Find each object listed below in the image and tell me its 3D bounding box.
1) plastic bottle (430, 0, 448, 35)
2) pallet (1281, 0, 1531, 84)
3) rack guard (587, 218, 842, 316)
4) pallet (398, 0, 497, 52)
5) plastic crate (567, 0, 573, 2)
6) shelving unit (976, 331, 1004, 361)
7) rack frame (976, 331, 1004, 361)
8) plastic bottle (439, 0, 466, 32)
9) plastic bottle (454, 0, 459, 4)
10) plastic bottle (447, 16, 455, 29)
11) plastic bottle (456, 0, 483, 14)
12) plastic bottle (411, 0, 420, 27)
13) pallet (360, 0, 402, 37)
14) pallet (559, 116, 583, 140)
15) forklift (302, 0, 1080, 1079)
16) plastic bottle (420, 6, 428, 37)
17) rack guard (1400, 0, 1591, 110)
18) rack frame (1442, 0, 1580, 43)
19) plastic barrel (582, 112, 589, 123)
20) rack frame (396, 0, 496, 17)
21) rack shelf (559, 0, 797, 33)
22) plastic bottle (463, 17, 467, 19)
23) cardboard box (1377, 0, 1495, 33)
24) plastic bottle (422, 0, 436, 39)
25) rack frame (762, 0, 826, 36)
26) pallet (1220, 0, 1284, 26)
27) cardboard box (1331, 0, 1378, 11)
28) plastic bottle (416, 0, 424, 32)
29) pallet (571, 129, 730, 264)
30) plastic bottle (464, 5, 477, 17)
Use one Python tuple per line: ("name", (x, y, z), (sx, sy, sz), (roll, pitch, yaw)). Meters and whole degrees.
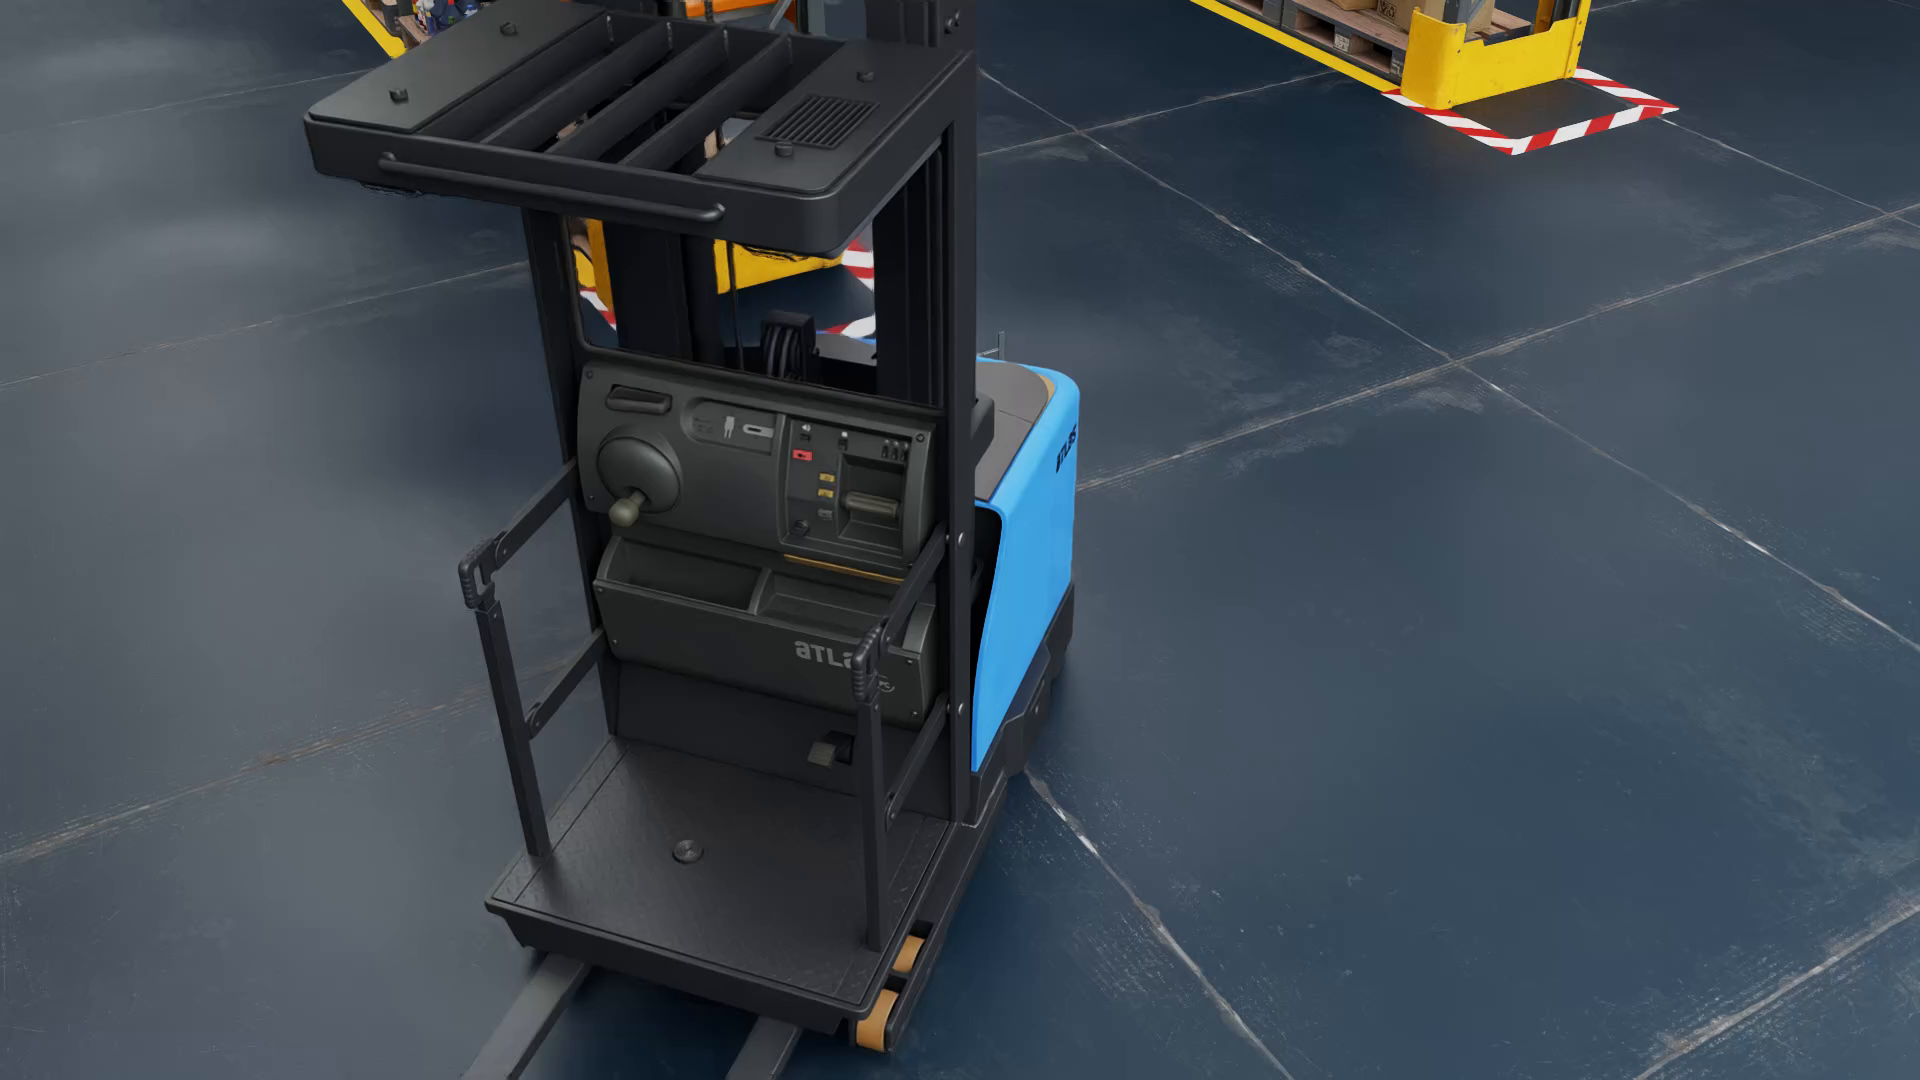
("plastic bottle", (-3.026, -3.067, 9.778), (0.144, 0.351, 0.185), (-18, 40, -23))
("pallet", (2.803, -3.258, 10.532), (1.003, 0.211, 1.213), (-19, 40, -24))
("rack guard", (-1.142, -1.469, 7.837), (1.175, 0.500, 0.348), (-19, 40, -24))
("pallet", (-2.772, -3.012, 10.195), (1.003, 0.211, 1.213), (-19, 40, -24))
("plastic crate", (-1.574, -2.560, 7.338), (0.499, 0.251, 0.616), (-19, 40, -24))
("shelving unit", (-0.004, -0.368, 5.990), (0.258, 0.900, 0.210), (-19, 40, -24))
("rack frame", (0.047, -0.316, 5.919), (0.240, 0.900, 0.006), (-19, 40, -24))
("plastic bottle", (-2.932, -2.970, 9.647), (0.144, 0.351, 0.185), (-21, 41, -26))
("plastic bottle", (-3.014, -3.157, 9.959), (0.061, 0.283, 0.133), (-19, 40, -24))
("plastic bottle", (-2.885, -2.847, 9.534), (0.061, 0.283, 0.133), (-17, 39, -22))
("plastic bottle", (-2.902, -3.109, 9.837), (0.144, 0.351, 0.185), (-19, 40, -24))
("plastic bottle", (-3.292, -3.277, 10.133), (0.097, 0.271, 0.097), (0, 36, 0))
("pallet", (-3.501, -3.756, 11.214), (1.003, 0.211, 1.213), (-19, 40, -24))
("pallet", (-2.155, -2.389, 9.343), (1.003, 0.211, 1.213), (-19, 40, -24))
("forklift", (-0.585, -0.109, 3.914), (1.130, 2.935, 3.031), (12, 38, 16))
("plastic bottle", (-3.190, -3.145, 10.012), (0.097, 0.201, 0.097), (0, 36, 0))
("rack guard", (3.181, -2.950, 9.866), (1.175, 0.500, 0.348), (-19, 40, -24))
("rack frame", (3.219, -3.921, 9.075), (1.000, 3.000, 0.127), (-19, 40, -24))
("plastic barrel", (-1.712, -2.187, 8.454), (0.421, 0.512, 0.421), (0, 36, 0))
("rack frame", (-3.073, -4.493, 9.859), (1.000, 3.000, 0.127), (-19, 40, -24))
("rack shelf", (-2.068, -3.183, 8.675), (1.077, 0.370, 4.000), (-19, 40, -24))
("plastic bottle", (-2.825, -2.874, 9.582), (0.097, 0.271, 0.097), (0, 36, 0))
("cardboard box", (2.920, -3.405, 10.132), (0.500, 0.500, 0.500), (-12, 38, -16))
("plastic bottle", (-3.106, -3.122, 9.917), (0.152, 0.276, 0.135), (-17, 40, -22))
("rack frame", (-1.064, -2.453, 7.066), (1.000, 3.000, 0.127), (-19, 40, -24))
("pallet", (2.194, -3.880, 11.383), (1.003, 0.211, 1.213), (-19, 40, -24))
("cardboard box", (2.590, -3.699, 10.535), (0.500, 0.500, 0.500), (-9, 37, -12))
("plastic bottle", (-3.241, -3.197, 10.083), (0.097, 0.201, 0.097), (0, 36, 0))
("pallet", (-1.546, -1.768, 8.492), (1.003, 0.211, 1.213), (-19, 40, -24))
("plastic bottle", (-2.849, -2.996, 9.750), (0.097, 0.271, 0.097), (0, 36, 0))
